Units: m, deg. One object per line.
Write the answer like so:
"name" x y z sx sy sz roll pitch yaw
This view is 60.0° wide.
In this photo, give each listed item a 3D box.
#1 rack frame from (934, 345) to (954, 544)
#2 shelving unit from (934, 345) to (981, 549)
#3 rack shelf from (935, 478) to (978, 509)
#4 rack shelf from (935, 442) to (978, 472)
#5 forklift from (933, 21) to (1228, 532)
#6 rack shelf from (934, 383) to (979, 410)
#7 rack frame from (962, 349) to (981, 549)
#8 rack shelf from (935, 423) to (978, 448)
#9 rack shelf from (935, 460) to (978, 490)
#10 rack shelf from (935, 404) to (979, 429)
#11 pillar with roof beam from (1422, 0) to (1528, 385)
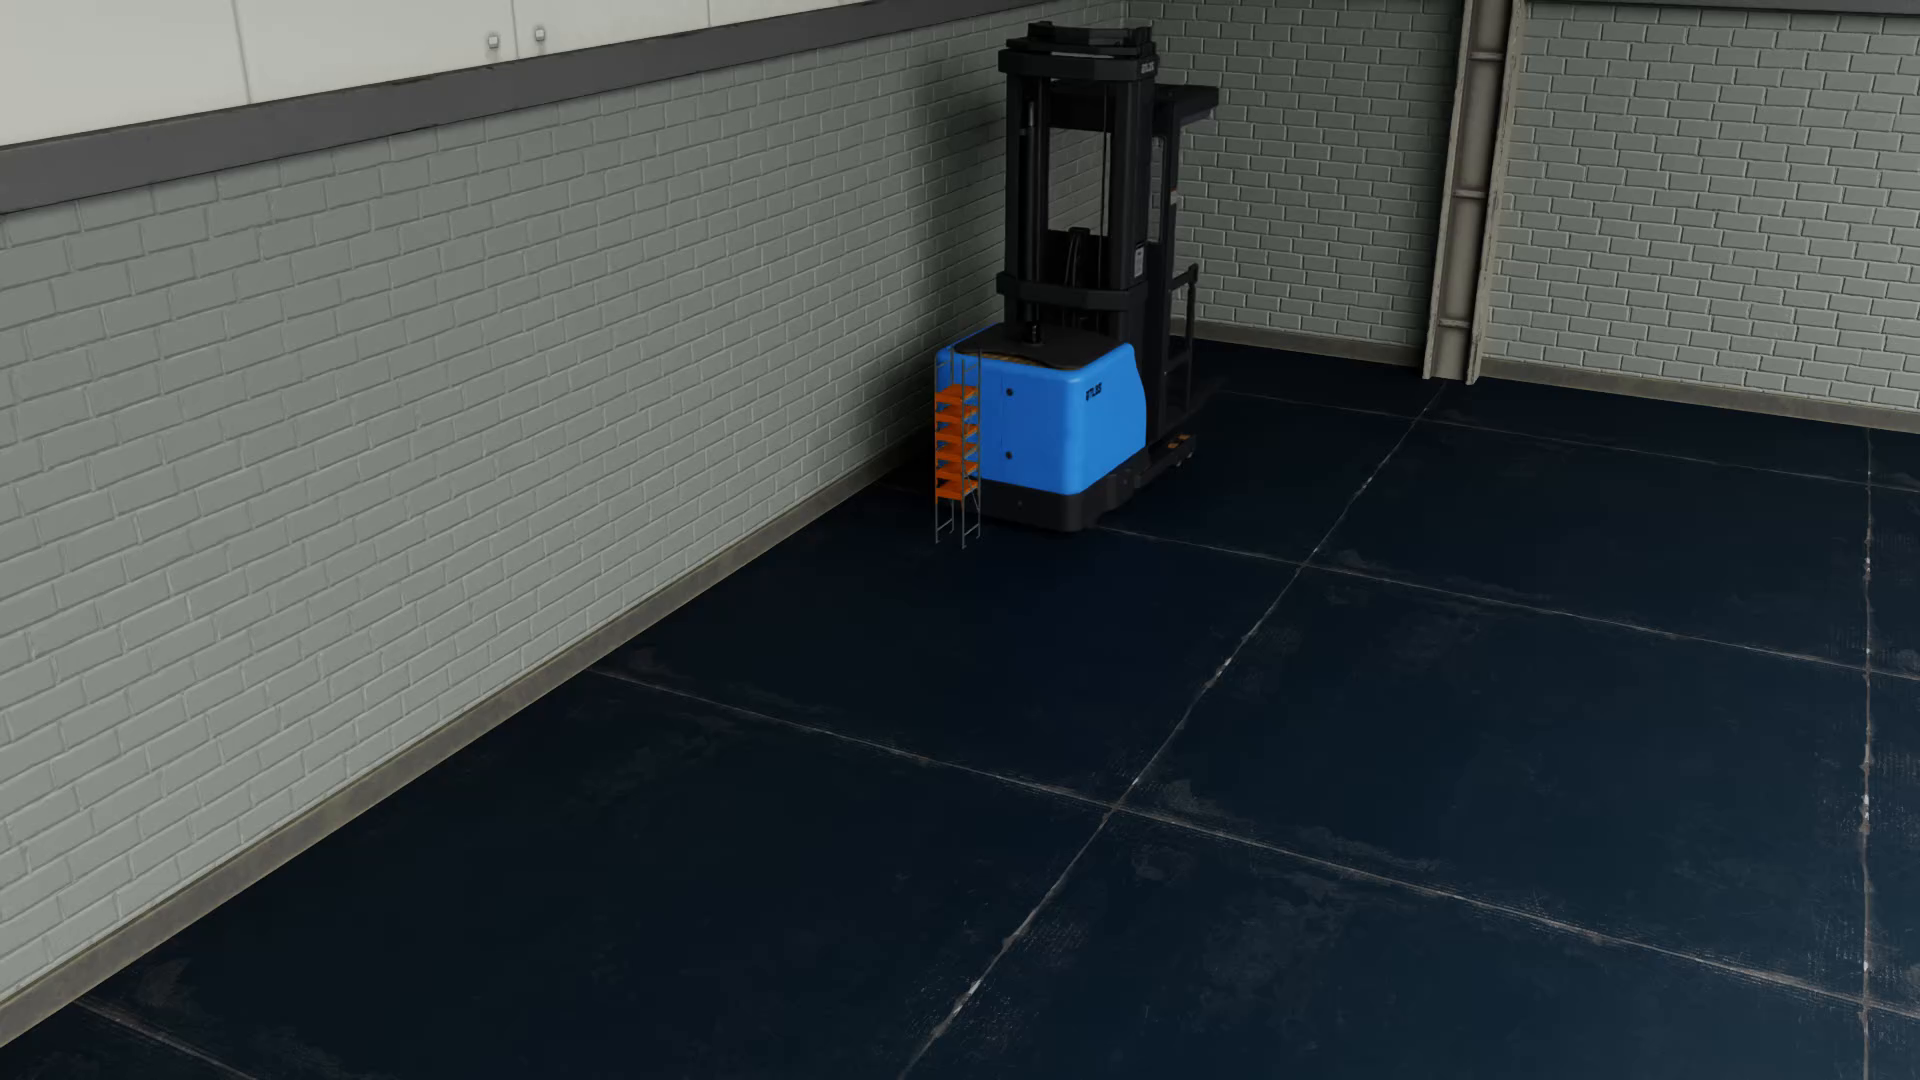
"rack frame" -0.095 -0.571 10.059 0.006 1.200 0.240 11 25 25
"shelving unit" -0.013 -0.555 10.021 0.189 1.200 0.258 11 25 25
"rack shelf" -0.013 -0.293 10.133 0.180 0.103 0.258 11 25 25
"rack shelf" -0.013 -0.514 10.039 0.180 0.103 0.258 11 25 25
"forklift" 0.994 -1.931 11.046 1.130 2.935 3.031 13 26 27
"rack shelf" -0.013 -0.845 9.898 0.180 0.103 0.258 11 25 25
"rack frame" 0.069 -0.539 9.983 0.006 1.200 0.240 11 25 25
"rack shelf" -0.013 -0.624 9.992 0.180 0.103 0.258 11 25 25
"rack shelf" -0.013 -0.403 10.086 0.180 0.103 0.258 11 25 25
"rack shelf" -0.013 -0.735 9.945 0.180 0.103 0.258 11 25 25
"pillar with roof beam" 1.994 -3.950 8.039 0.400 9.000 9.100 11 25 25
